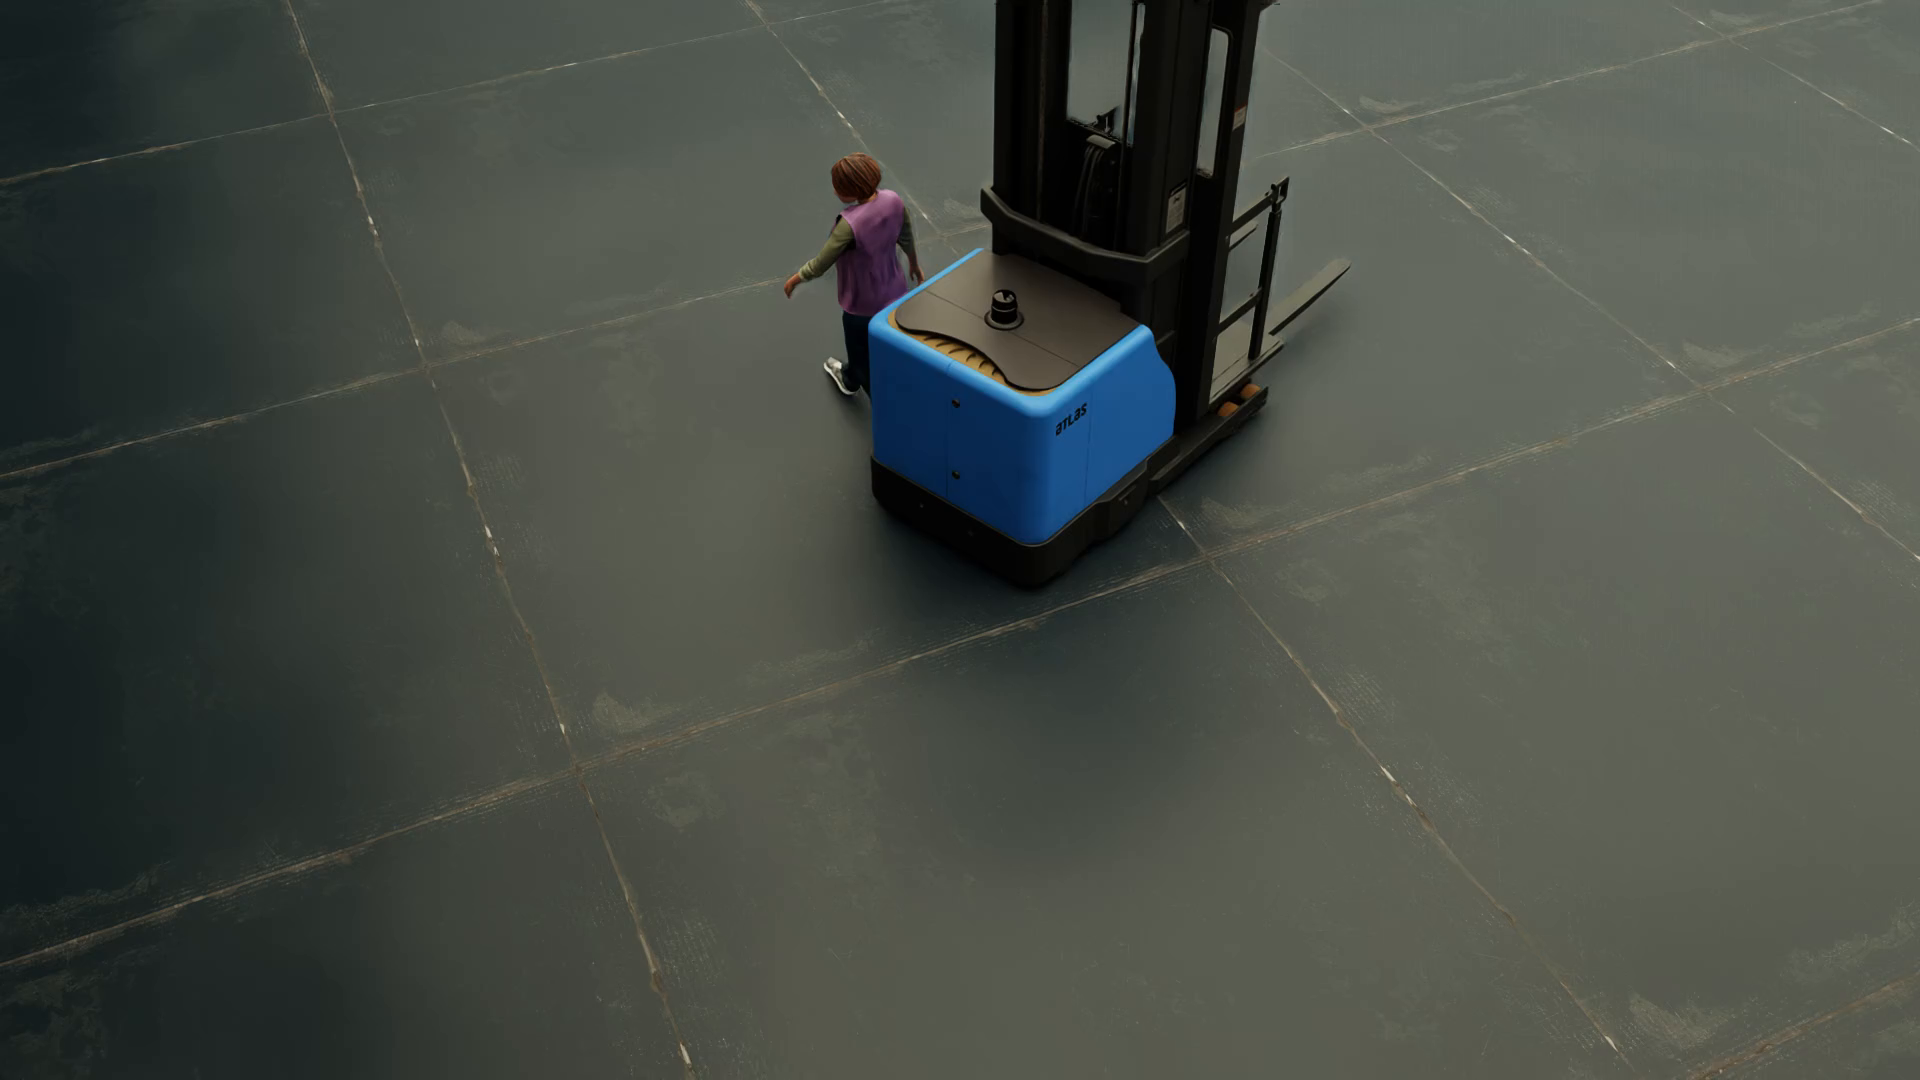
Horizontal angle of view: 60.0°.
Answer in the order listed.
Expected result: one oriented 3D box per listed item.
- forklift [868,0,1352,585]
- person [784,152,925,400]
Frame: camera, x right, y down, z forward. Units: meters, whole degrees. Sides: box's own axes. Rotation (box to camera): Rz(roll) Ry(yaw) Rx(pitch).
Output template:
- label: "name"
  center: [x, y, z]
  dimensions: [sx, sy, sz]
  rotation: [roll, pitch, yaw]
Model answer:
- label: "forklift"
  center: [0.917, -1.804, 7.613]
  dimensions: [1.130, 2.935, 3.031]
  rotation: [30, 51, 28]
- label: "person"
  center: [-0.466, -1.196, 8.017]
  dimensions: [0.799, 1.590, 0.627]
  rotation: [28, 50, 27]
